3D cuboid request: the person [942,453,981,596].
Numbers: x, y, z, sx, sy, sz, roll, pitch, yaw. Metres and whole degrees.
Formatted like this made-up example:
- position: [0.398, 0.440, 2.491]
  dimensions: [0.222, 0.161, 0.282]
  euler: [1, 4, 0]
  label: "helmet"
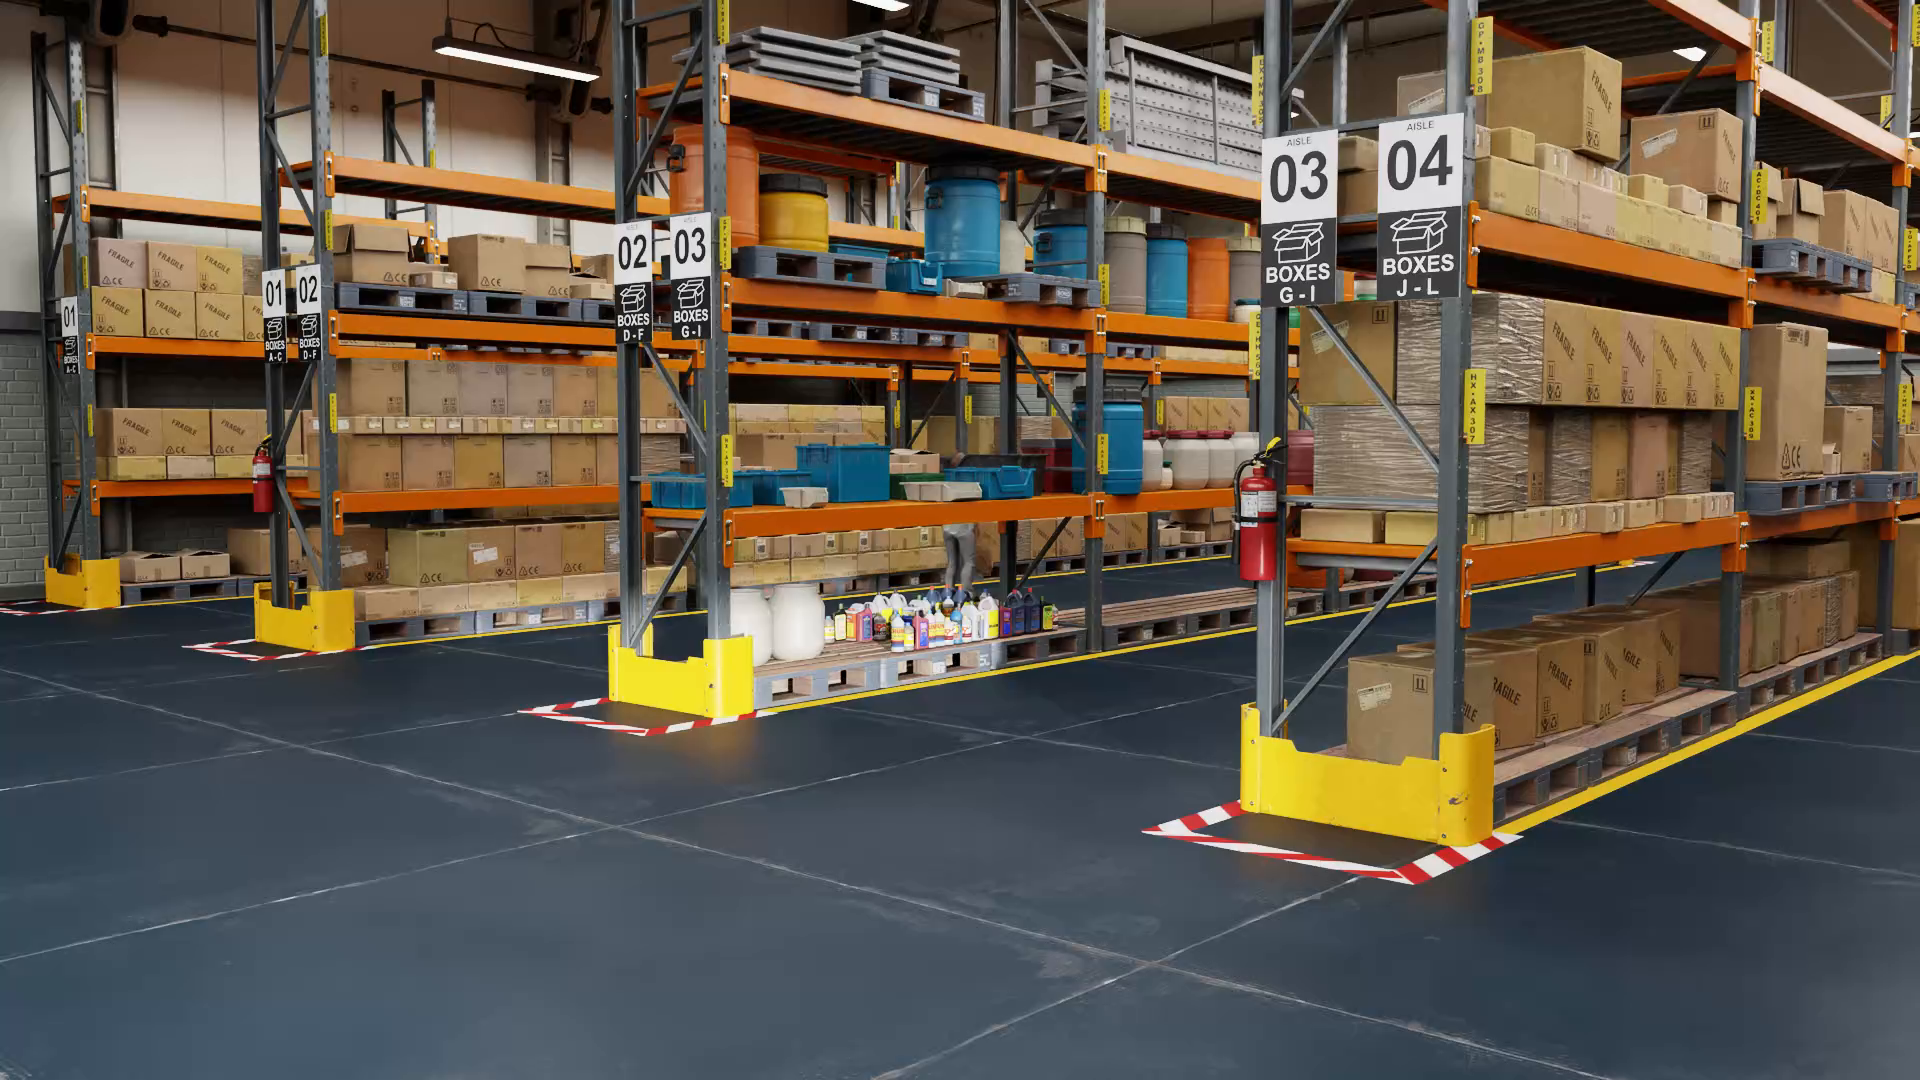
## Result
- position: [-0.008, -0.100, 17.211]
  dimensions: [0.452, 1.598, 0.341]
  euler: [3, 5, 39]
  label: "person"
